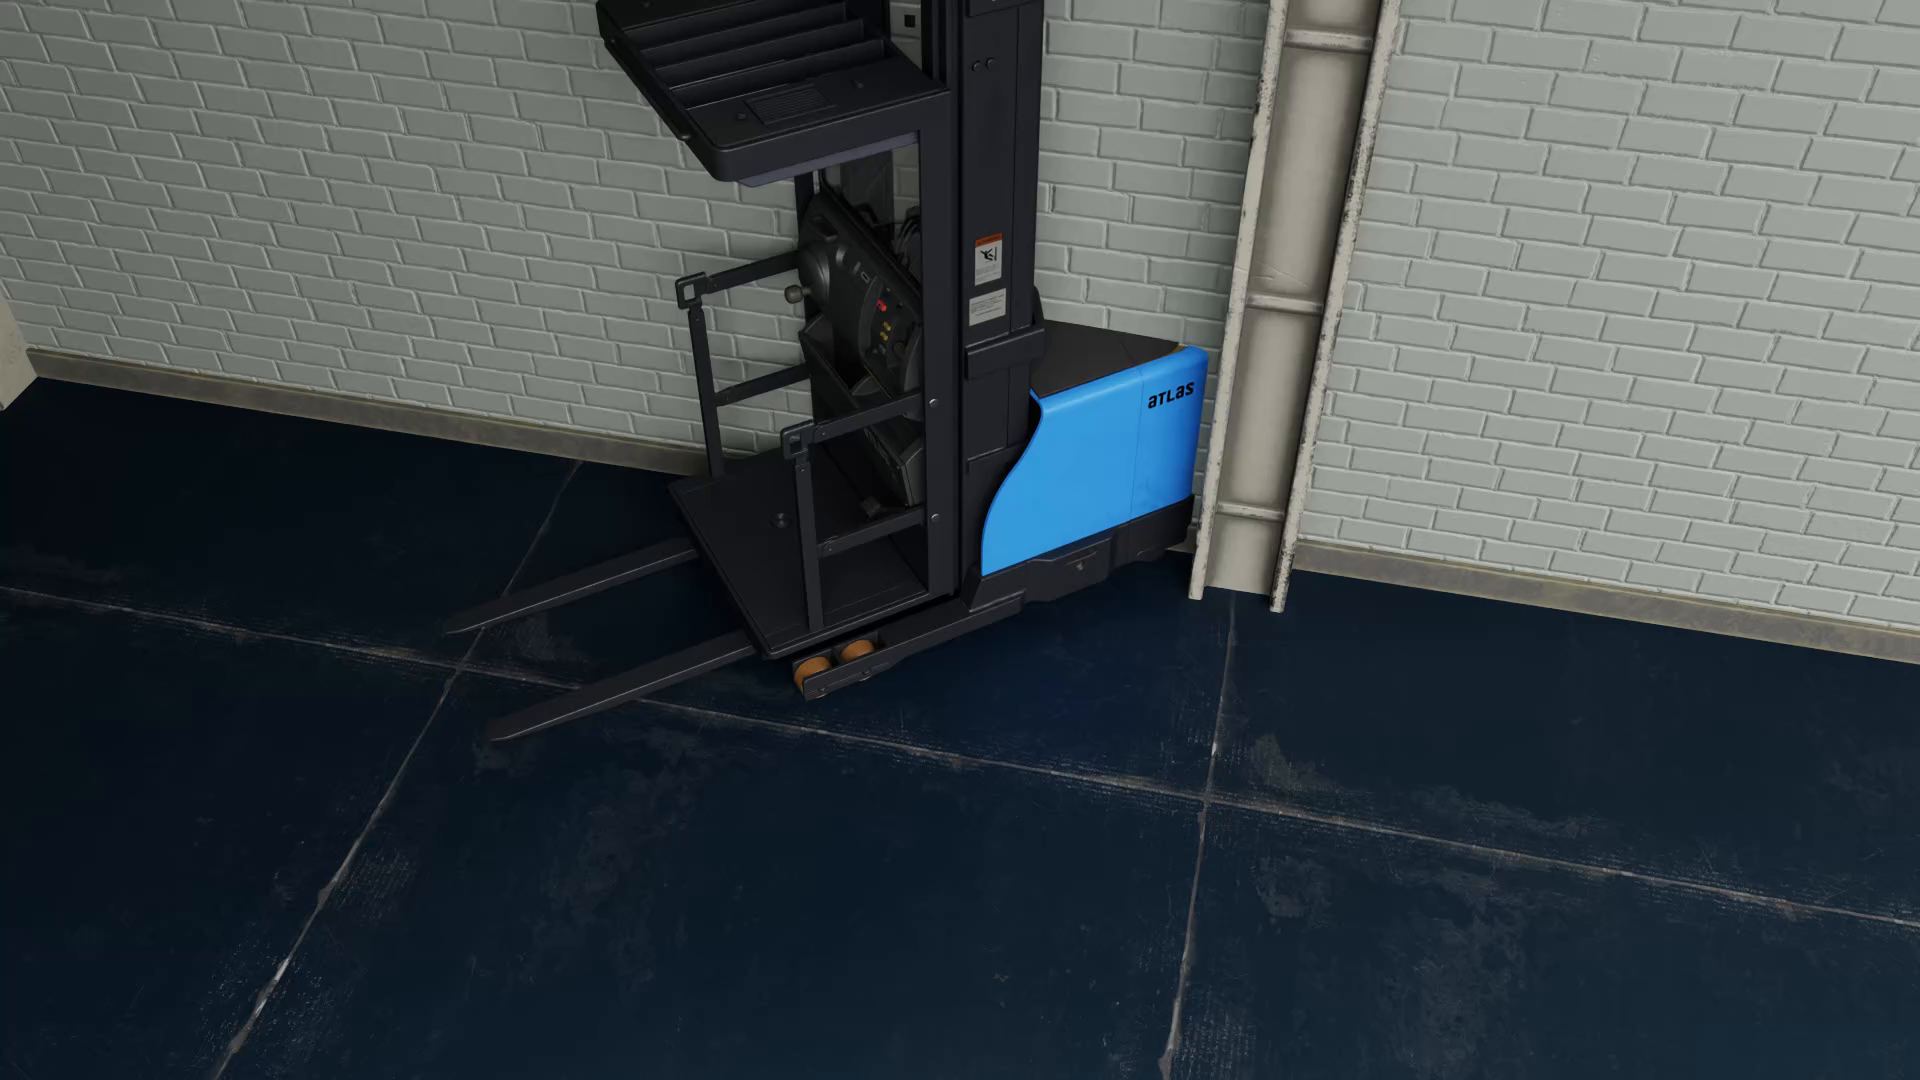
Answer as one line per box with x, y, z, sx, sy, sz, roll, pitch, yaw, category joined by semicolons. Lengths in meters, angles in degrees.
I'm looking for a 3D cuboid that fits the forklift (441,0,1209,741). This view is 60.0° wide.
-0.551;-0.853;5.983;3.031;2.935;1.130;-20;47;-20;forklift

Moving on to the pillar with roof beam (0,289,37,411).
-5.616;-1.069;1.832;0.400;9.000;9.100;9;45;9;pillar with roof beam

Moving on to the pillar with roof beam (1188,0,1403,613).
0.239;-0.161;0.888;0.400;9.000;9.100;9;45;9;pillar with roof beam
